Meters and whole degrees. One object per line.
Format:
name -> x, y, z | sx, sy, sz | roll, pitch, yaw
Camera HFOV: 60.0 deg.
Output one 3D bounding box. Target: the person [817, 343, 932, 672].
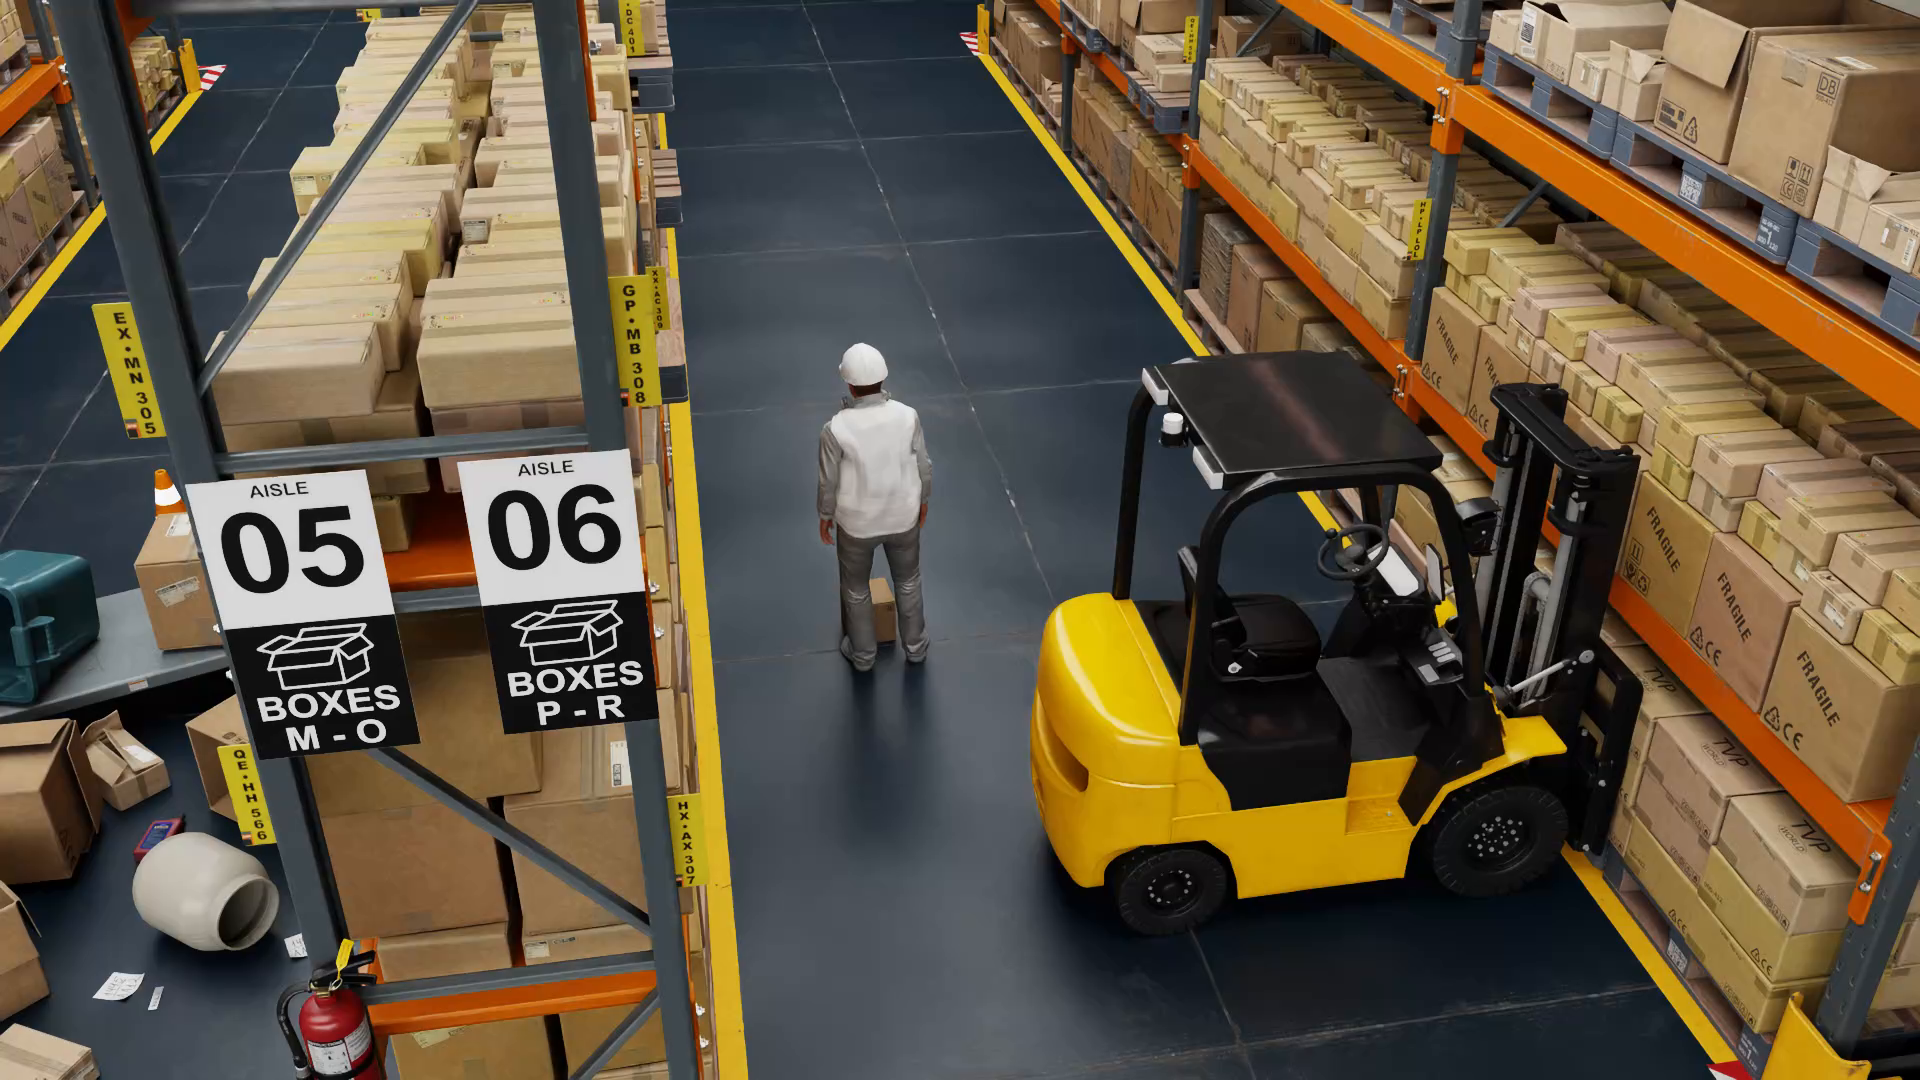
person -> -0.425, -0.141, 8.351 | 0.595, 1.772, 0.459 | -9, 32, -15
